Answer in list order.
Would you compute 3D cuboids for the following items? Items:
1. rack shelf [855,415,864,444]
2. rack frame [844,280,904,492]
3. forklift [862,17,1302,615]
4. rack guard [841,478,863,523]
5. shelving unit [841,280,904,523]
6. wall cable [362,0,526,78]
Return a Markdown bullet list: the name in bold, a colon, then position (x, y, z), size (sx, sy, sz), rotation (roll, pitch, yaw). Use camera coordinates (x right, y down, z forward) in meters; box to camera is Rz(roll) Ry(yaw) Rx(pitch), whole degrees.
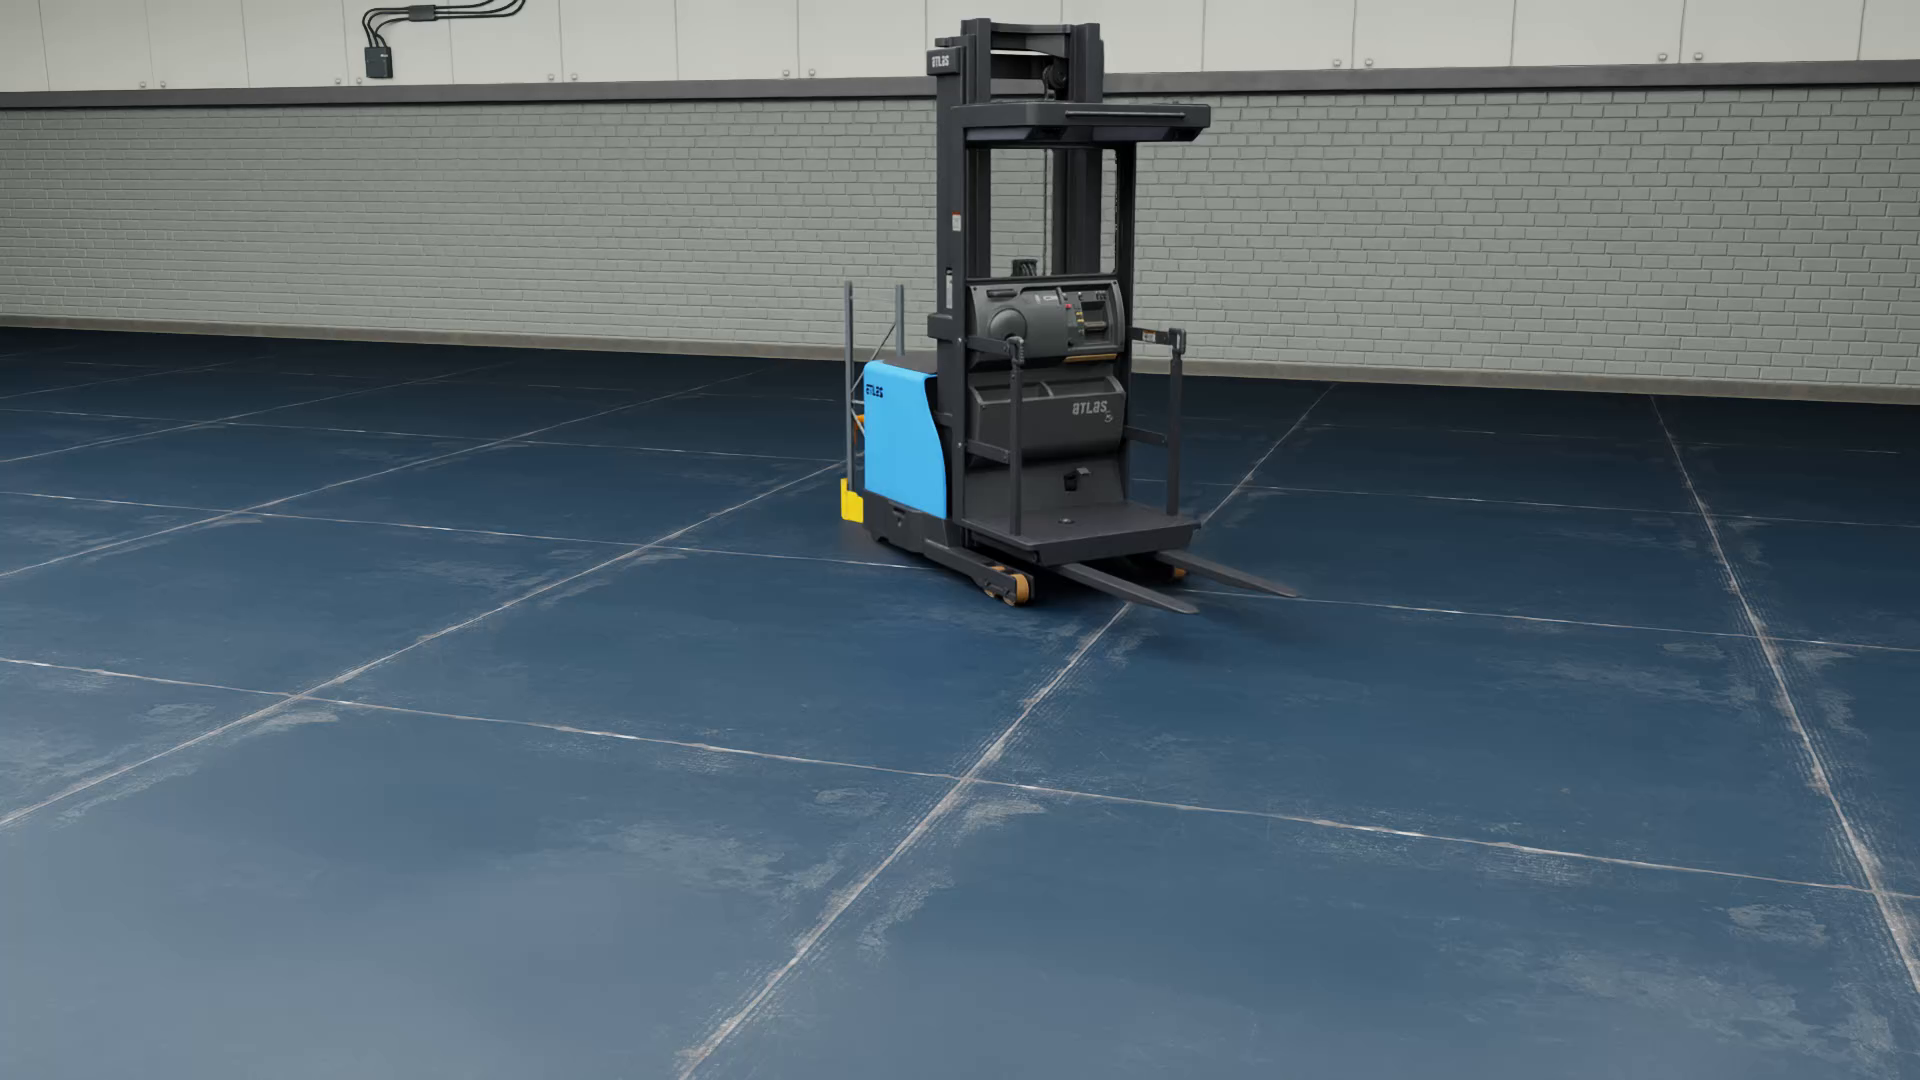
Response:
- **rack shelf**: position (-0.170, -0.740, 10.666), size (0.538, 0.185, 1.000), rotation (12, 18, 43)
- **rack frame**: position (-0.525, -0.834, 10.270), size (0.500, 1.500, 0.032), rotation (12, 18, 43)
- **forklift**: position (0.581, -1.209, 8.697), size (1.130, 2.935, 3.031), rotation (-7, 15, -29)
- **rack guard**: position (-0.524, -0.225, 10.410), size (0.587, 0.250, 0.087), rotation (12, 18, 43)
- **shelving unit**: position (-0.177, -0.913, 10.619), size (0.587, 1.500, 1.083), rotation (12, 18, 43)
- **wall cable**: position (-6.060, -8.432, 19.066), size (2.305, 6.003, 0.169), rotation (4, 14, 18)
